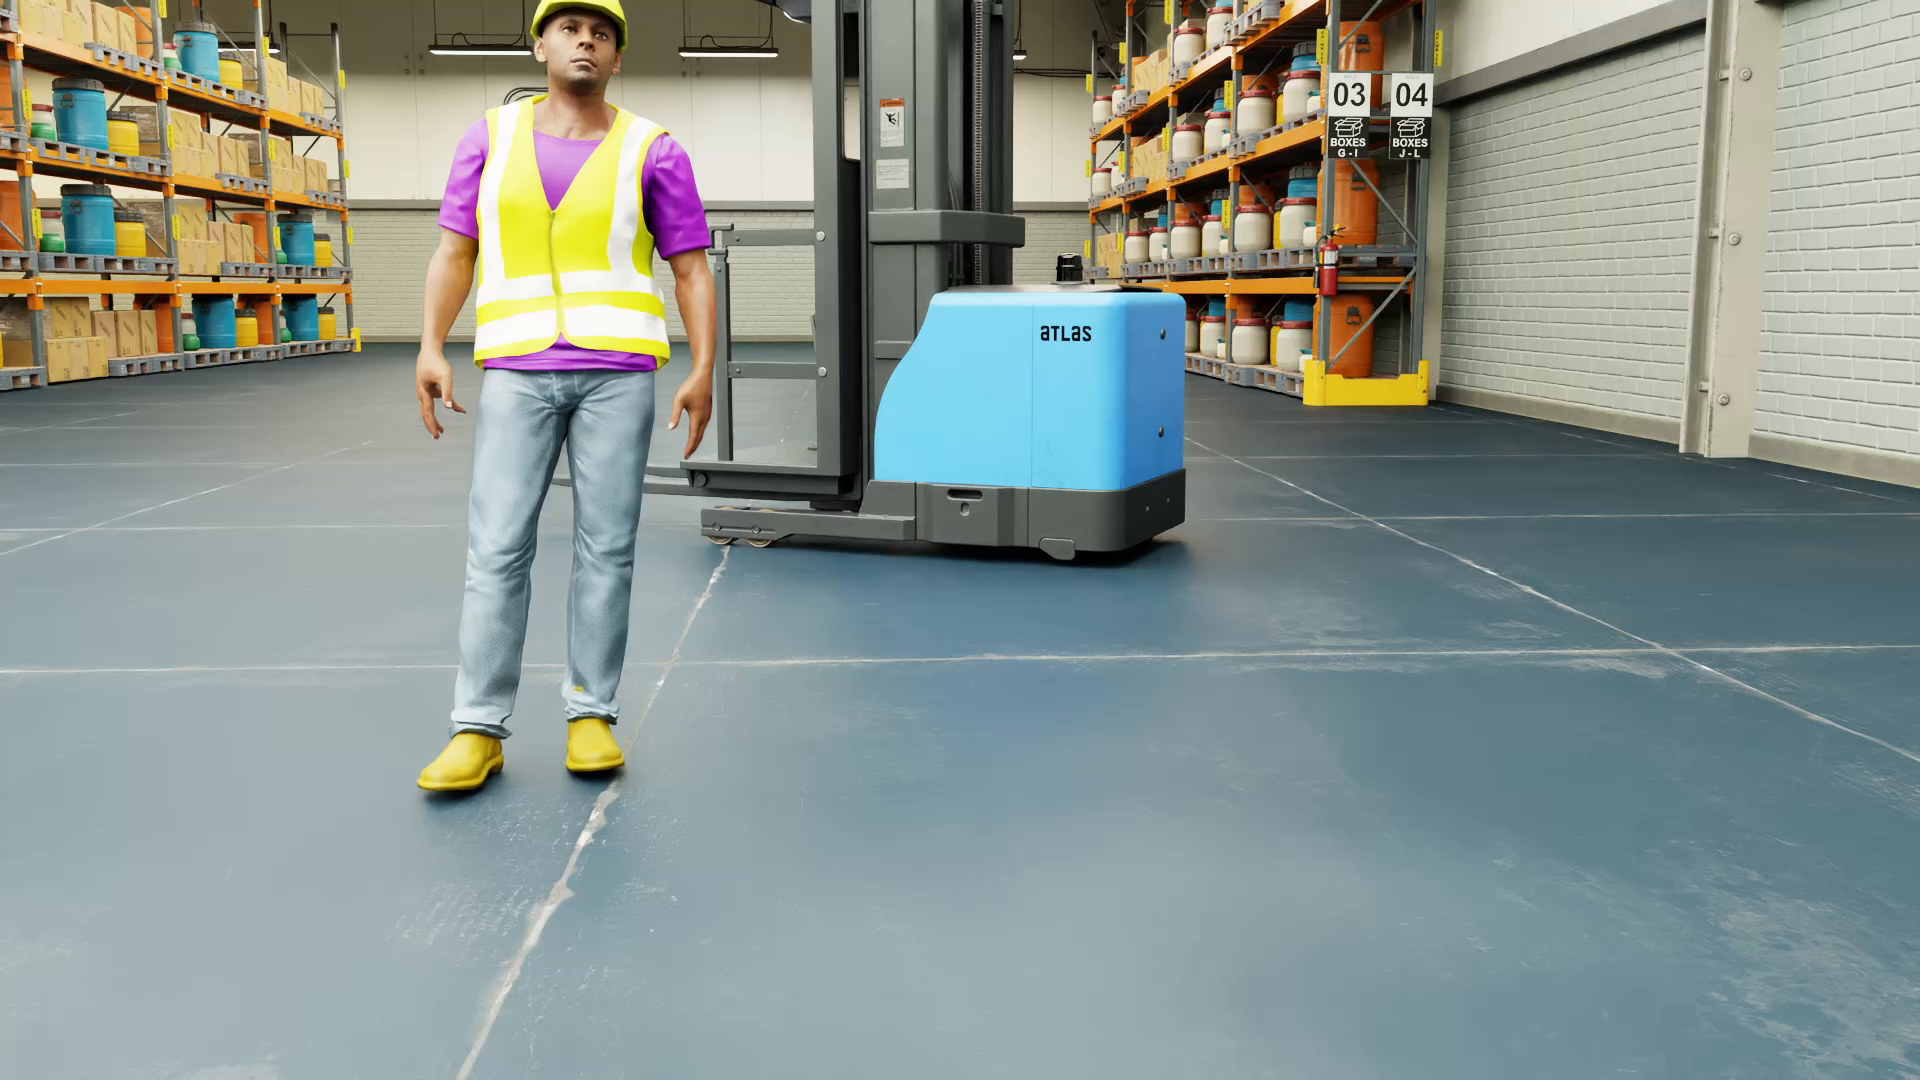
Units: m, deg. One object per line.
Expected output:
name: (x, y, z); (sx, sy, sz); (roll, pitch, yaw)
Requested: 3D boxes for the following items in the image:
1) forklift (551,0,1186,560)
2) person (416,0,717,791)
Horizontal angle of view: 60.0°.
forklift: (-0.570, -1.485, 7.334); (3.031, 2.935, 1.130); (4, 9, 23)
person: (-0.876, -0.364, 3.697); (0.666, 1.765, 0.577); (-1, 8, -6)
